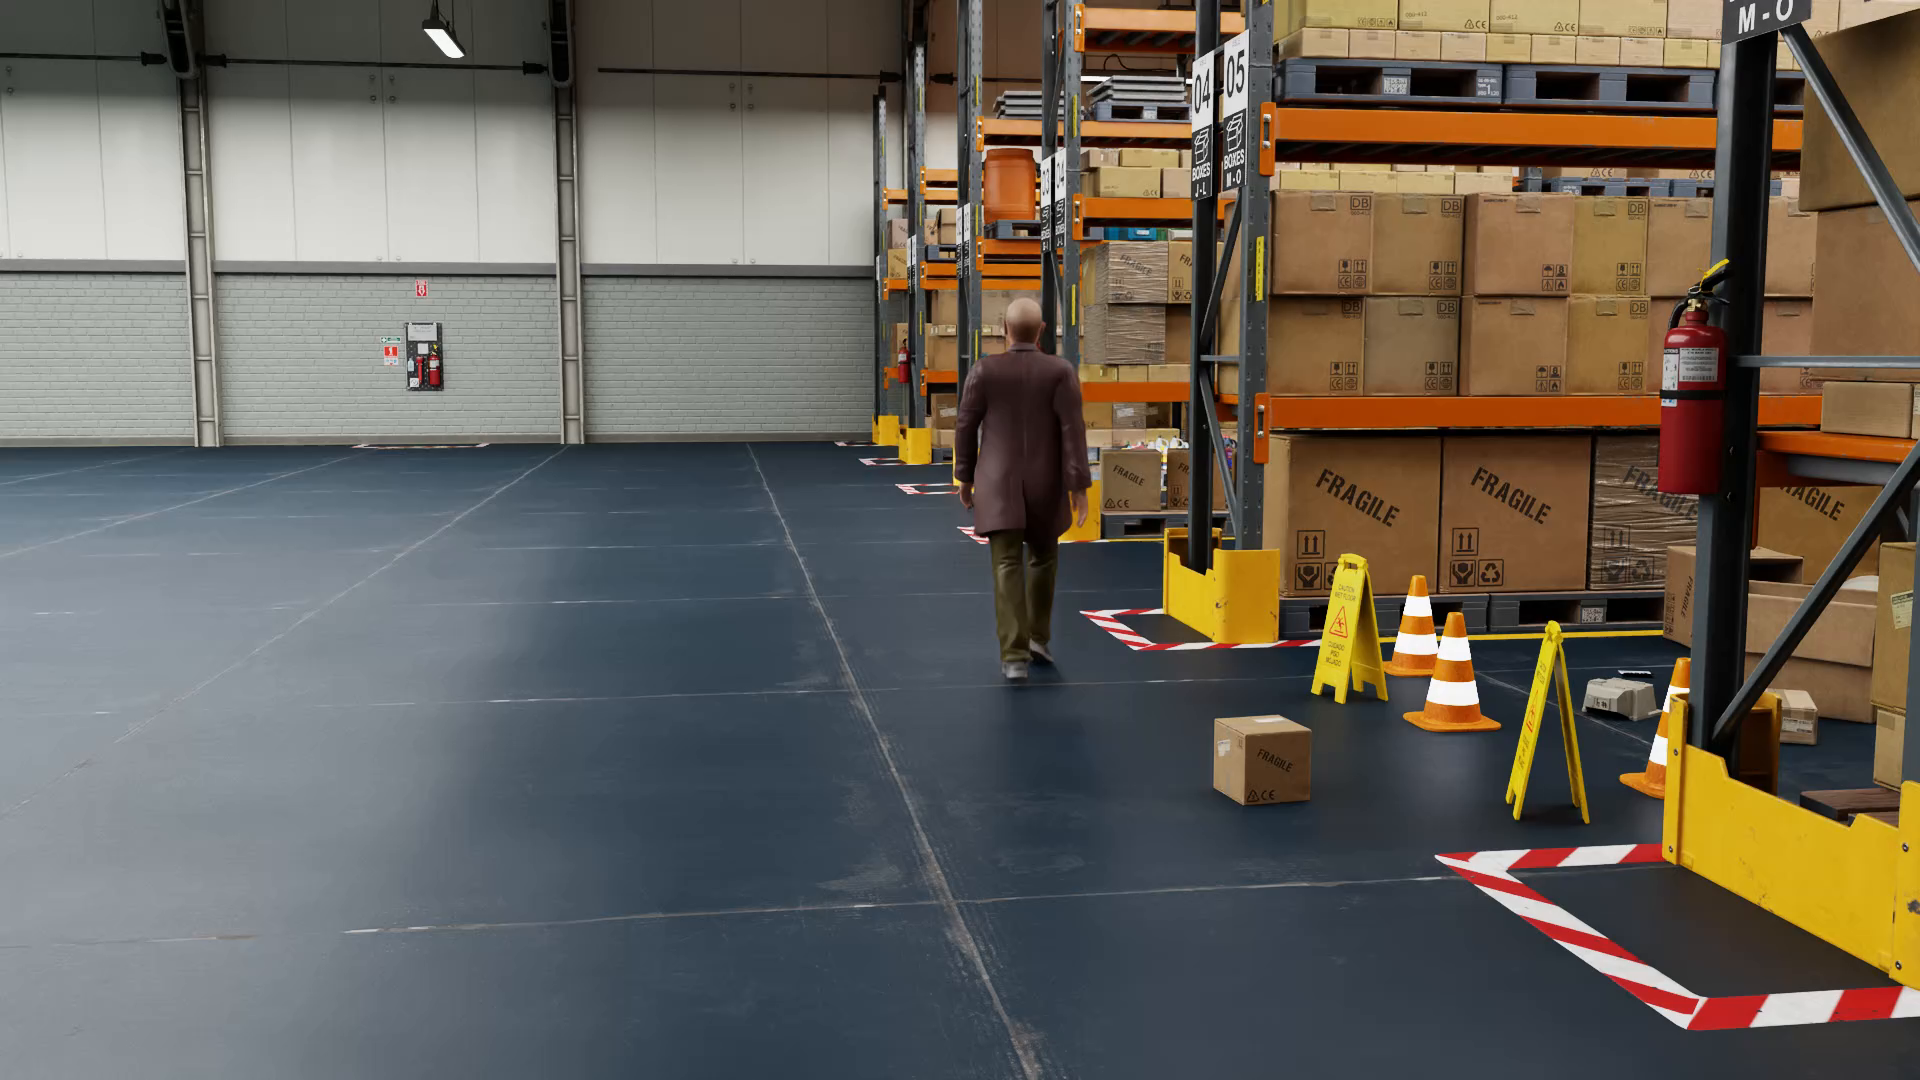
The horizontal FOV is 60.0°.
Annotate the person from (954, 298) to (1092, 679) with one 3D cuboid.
[{"bbox_3d":[0.286,-0.231,7.884,0.627,1.810,0.815,0,6,-3],"label":"person"}]
